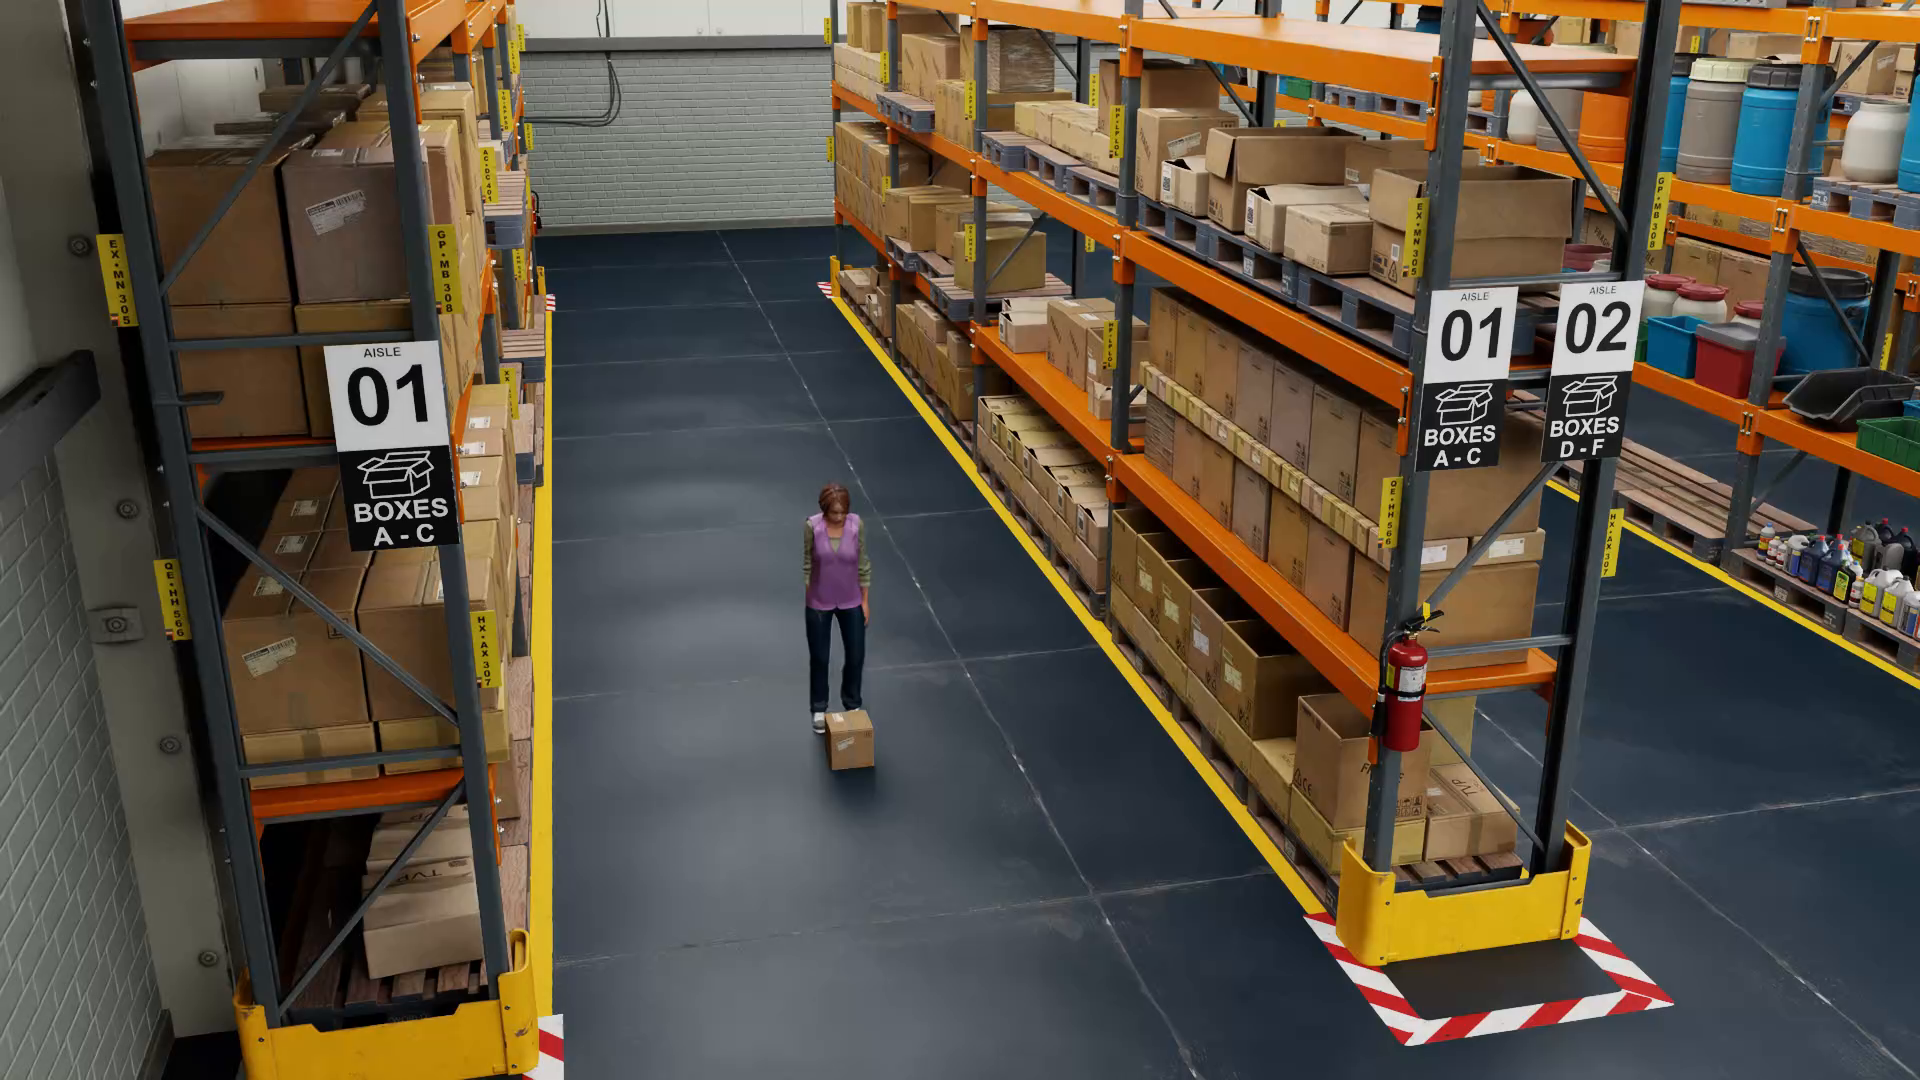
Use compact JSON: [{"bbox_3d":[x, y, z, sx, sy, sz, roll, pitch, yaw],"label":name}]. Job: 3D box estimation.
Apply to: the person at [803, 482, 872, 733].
[{"bbox_3d":[-0.735,0.402,10.029,0.412,1.570,0.316,-4,20,-11],"label":"person"}]
